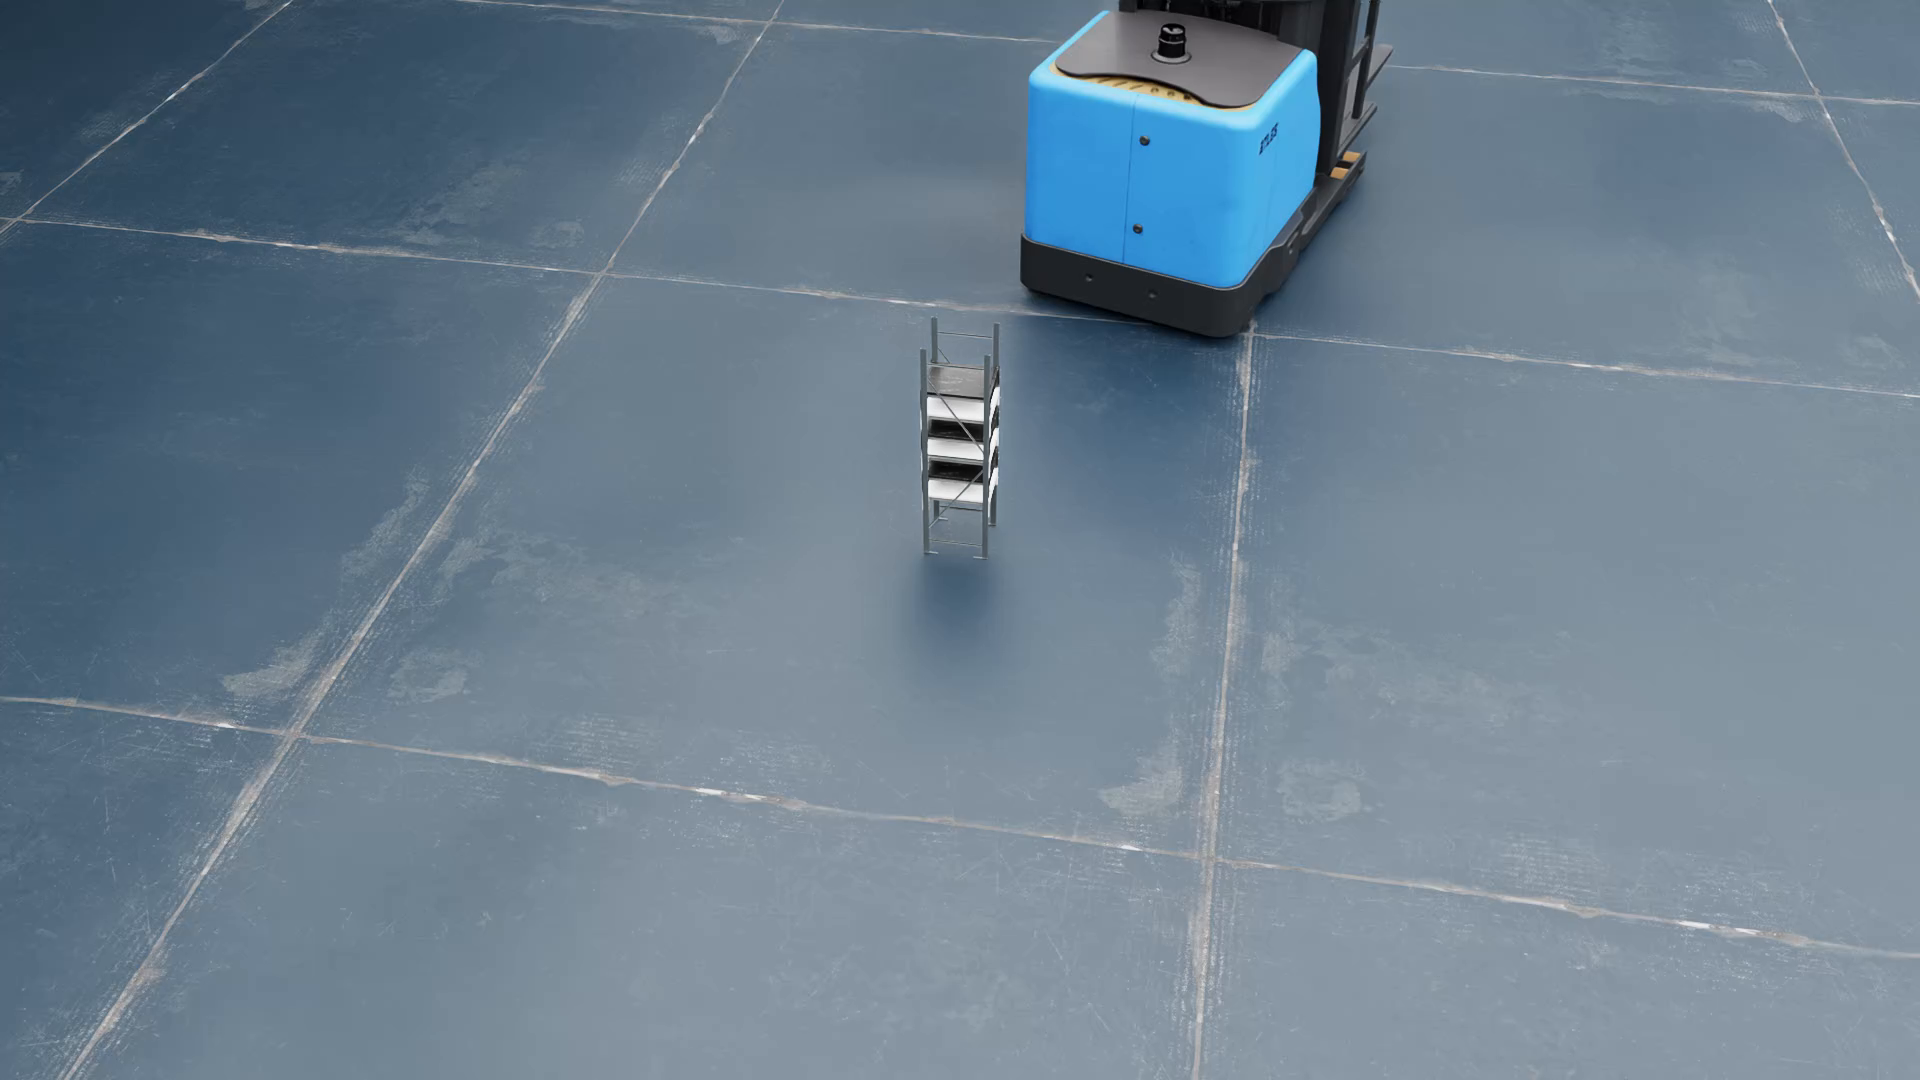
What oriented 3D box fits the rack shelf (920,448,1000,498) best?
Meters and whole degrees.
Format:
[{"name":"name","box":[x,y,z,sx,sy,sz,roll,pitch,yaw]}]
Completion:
[{"name":"rack shelf","box":[0.001,-0.257,6.048,0.258,0.077,0.200,6,40,8]}]

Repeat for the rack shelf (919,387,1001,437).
[{"name":"rack shelf","box":[0.001,-0.465,5.876,0.258,0.077,0.200,6,40,8]}]

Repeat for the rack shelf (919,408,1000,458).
[{"name":"rack shelf","box":[0.001,-0.396,5.933,0.258,0.077,0.200,6,40,8]}]

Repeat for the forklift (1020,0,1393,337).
[{"name":"forklift","box":[1.399,-2.938,7.503,1.130,2.935,3.031,18,43,21]}]

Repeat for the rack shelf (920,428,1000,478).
[{"name":"rack shelf","box":[0.001,-0.326,5.991,0.258,0.077,0.200,6,40,8]}]

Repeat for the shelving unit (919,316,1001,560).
[{"name":"shelving unit","box":[0.001,-0.352,5.969,0.258,0.900,0.210,6,40,8]}]

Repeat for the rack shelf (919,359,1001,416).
[{"name":"rack shelf","box":[0.001,-0.534,5.819,0.258,0.077,0.200,6,40,8]}]

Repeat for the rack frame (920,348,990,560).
[{"name":"rack frame","box":[-0.016,-0.288,5.892,0.240,0.900,0.006,6,40,8]}]

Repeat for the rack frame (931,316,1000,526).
[{"name":"rack frame","box":[0.019,-0.416,6.047,0.240,0.900,0.006,6,40,8]}]

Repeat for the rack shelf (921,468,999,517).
[{"name":"rack shelf","box":[0.001,-0.187,6.105,0.258,0.077,0.200,6,40,8]}]
